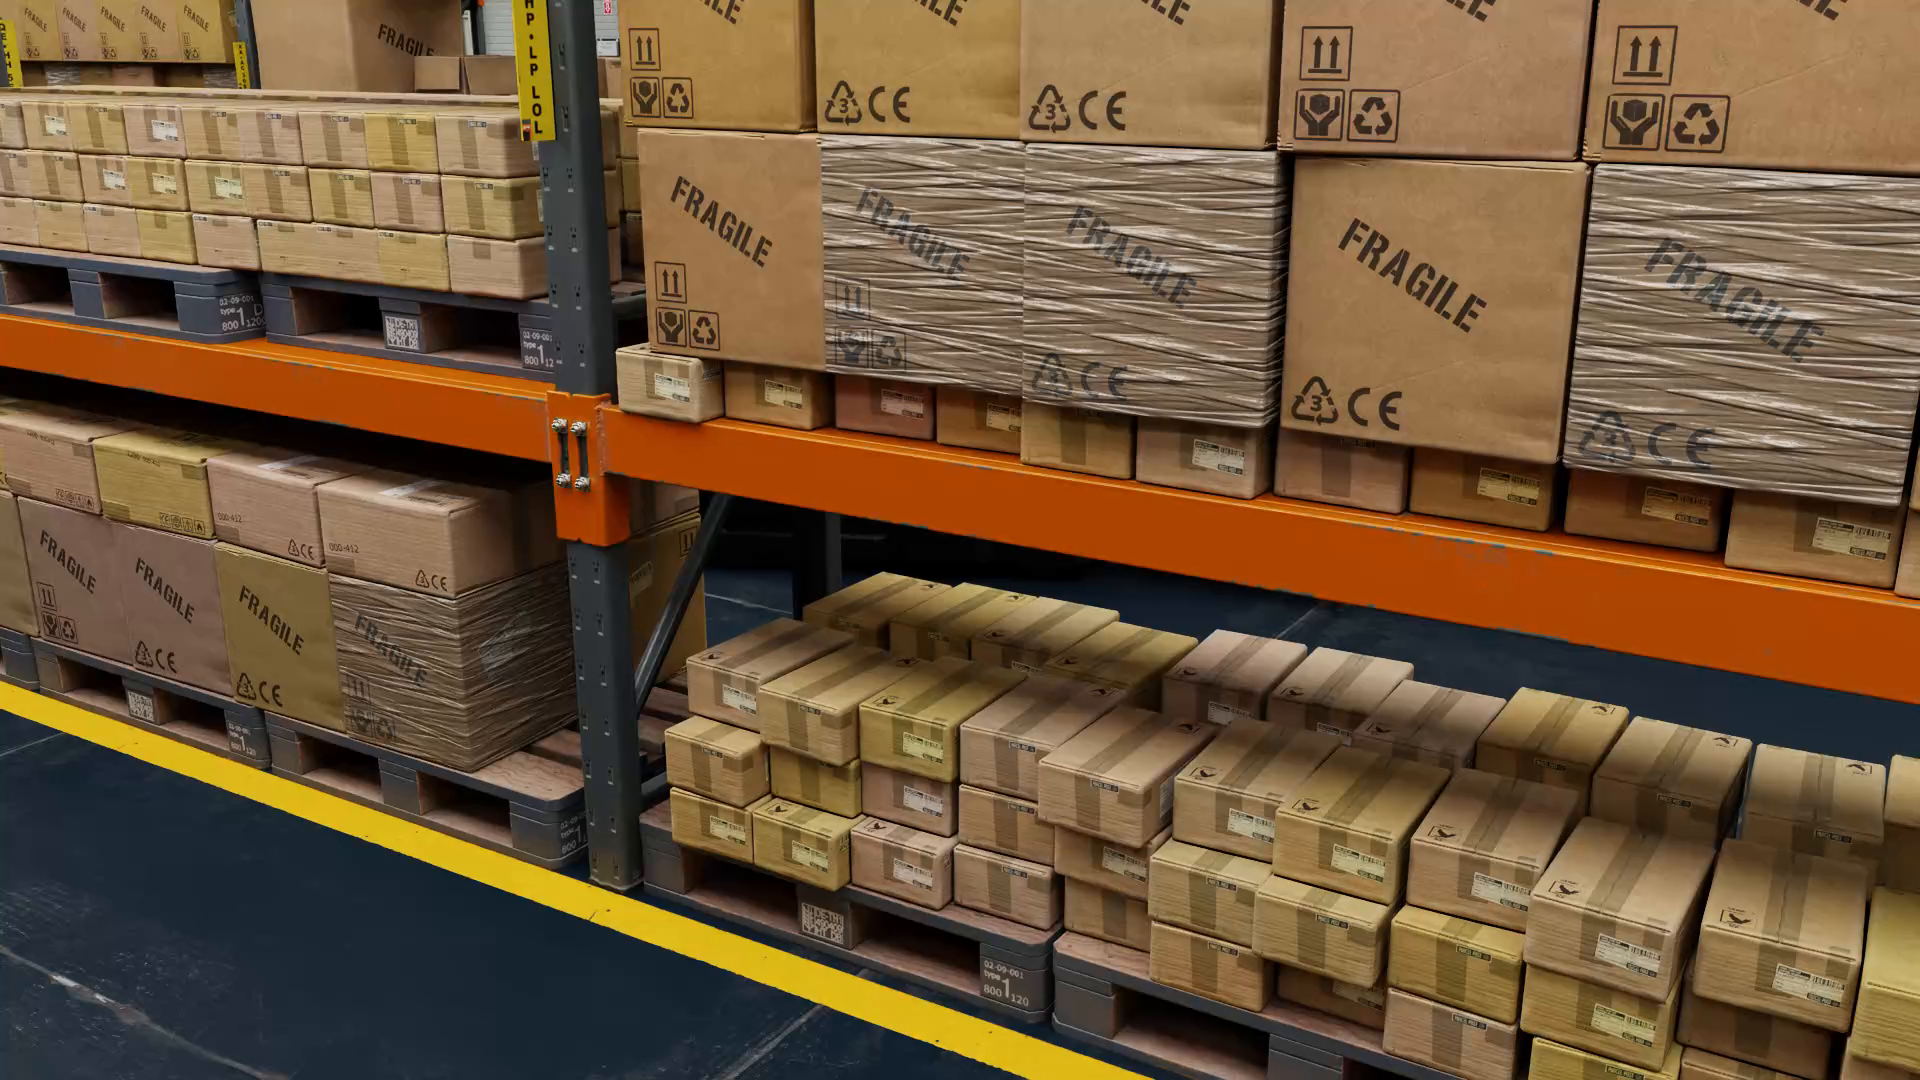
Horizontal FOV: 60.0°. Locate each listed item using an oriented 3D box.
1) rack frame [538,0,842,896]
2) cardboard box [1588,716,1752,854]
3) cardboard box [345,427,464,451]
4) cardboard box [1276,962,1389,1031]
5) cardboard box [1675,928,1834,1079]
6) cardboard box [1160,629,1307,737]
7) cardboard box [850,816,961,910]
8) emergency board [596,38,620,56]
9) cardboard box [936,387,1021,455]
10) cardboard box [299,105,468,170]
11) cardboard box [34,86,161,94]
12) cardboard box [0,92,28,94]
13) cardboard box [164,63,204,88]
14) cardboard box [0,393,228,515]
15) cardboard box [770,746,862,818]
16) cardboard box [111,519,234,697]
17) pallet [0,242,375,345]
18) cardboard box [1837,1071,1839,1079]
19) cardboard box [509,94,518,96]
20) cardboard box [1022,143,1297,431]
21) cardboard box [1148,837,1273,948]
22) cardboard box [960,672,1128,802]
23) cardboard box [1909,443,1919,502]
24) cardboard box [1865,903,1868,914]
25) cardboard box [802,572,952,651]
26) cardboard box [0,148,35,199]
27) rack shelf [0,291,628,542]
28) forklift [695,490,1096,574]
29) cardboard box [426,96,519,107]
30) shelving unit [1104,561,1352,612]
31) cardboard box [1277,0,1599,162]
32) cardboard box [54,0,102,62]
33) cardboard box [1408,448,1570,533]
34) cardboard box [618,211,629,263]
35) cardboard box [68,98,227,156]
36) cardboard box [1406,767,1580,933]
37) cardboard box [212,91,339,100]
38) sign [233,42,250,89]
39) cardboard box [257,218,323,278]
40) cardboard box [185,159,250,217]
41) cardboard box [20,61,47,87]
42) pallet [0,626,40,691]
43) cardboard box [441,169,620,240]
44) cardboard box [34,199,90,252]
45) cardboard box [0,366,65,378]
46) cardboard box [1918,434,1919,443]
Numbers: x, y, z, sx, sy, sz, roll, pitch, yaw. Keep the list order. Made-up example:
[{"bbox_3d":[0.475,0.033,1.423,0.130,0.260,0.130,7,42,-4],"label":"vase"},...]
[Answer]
[{"bbox_3d":[-0.664,-0.642,4.335,0.127,3.000,1.000,10,20,30],"label":"rack frame"},{"bbox_3d":[1.544,0.537,3.612,0.250,0.149,0.380,11,20,32],"label":"cardboard box"},{"bbox_3d":[-1.611,-0.264,5.378,0.500,0.250,0.500,11,20,32],"label":"cardboard box"},{"bbox_3d":[0.868,0.864,3.558,0.250,0.149,0.380,11,20,32],"label":"cardboard box"},{"bbox_3d":[1.526,0.832,3.151,0.250,0.149,0.380,10,19,29],"label":"cardboard box"},{"bbox_3d":[0.689,0.368,4.167,0.250,0.149,0.380,9,19,27],"label":"cardboard box"},{"bbox_3d":[-0.056,0.721,4.028,0.250,0.149,0.380,10,20,30],"label":"cardboard box"},{"bbox_3d":[-6.581,-8.767,31.081,0.643,1.169,0.194,10,20,30],"label":"emergency board"},{"bbox_3d":[0.148,-0.307,3.662,0.250,0.149,0.380,9,19,28],"label":"cardboard box"},{"bbox_3d":[-1.557,-1.101,4.530,0.250,0.149,0.380,9,19,28],"label":"cardboard box"},{"bbox_3d":[-3.203,-1.616,6.227,0.250,0.149,0.380,10,19,29],"label":"cardboard box"},{"bbox_3d":[-3.343,-1.419,5.578,0.250,0.149,0.380,10,20,30],"label":"cardboard box"},{"bbox_3d":[-5.558,-3.431,12.831,0.500,0.500,0.875,10,20,30],"label":"cardboard box"},{"bbox_3d":[-2.765,-0.294,5.476,0.500,0.250,0.500,10,20,30],"label":"cardboard box"},{"bbox_3d":[-0.260,0.529,4.149,0.250,0.149,0.380,10,20,30],"label":"cardboard box"},{"bbox_3d":[-2.299,0.145,5.320,0.500,0.500,0.500,10,19,29],"label":"cardboard box"},{"bbox_3d":[-2.365,-0.868,5.408,1.213,0.211,1.003,10,20,30],"label":"pallet"},{"bbox_3d":[1.734,1.025,3.027,0.250,0.149,0.380,10,20,30],"label":"cardboard box"},{"bbox_3d":[-2.699,-2.905,11.319,0.500,0.250,0.500,9,19,29],"label":"cardboard box"},{"bbox_3d":[0.461,-0.536,3.300,0.500,0.500,0.500,10,19,29],"label":"cardboard box"},{"bbox_3d":[0.599,0.701,3.584,0.250,0.149,0.380,10,20,30],"label":"cardboard box"},{"bbox_3d":[0.200,0.457,3.875,0.250,0.149,0.380,10,19,29],"label":"cardboard box"},{"bbox_3d":[1.907,-0.132,3.088,0.250,0.149,0.380,11,20,33],"label":"cardboard box"},{"bbox_3d":[1.811,0.707,3.564,0.250,0.149,0.380,11,20,32],"label":"cardboard box"},{"bbox_3d":[-0.225,0.226,4.636,0.250,0.149,0.380,11,20,32],"label":"cardboard box"},{"bbox_3d":[-2.878,-1.194,5.347,0.250,0.149,0.380,10,20,30],"label":"cardboard box"},{"bbox_3d":[-2.369,-0.602,5.441,4.000,0.370,1.077,10,20,30],"label":"rack shelf"},{"bbox_3d":[-0.874,-1.437,7.070,3.031,2.935,1.130,2,17,7],"label":"forklift"},{"bbox_3d":[-1.429,-1.301,5.188,0.250,0.149,0.380,10,19,29],"label":"cardboard box"},{"bbox_3d":[1.184,-0.402,6.768,1.048,1.125,0.538,11,20,31],"label":"shelving unit"},{"bbox_3d":[0.892,-0.944,2.924,0.500,0.500,0.500,9,19,28],"label":"cardboard box"},{"bbox_3d":[-6.604,-3.970,12.886,0.500,0.500,0.500,10,20,30],"label":"cardboard box"},{"bbox_3d":[1.032,-0.147,3.137,0.250,0.149,0.380,11,20,31],"label":"cardboard box"},{"bbox_3d":[-0.999,-0.938,5.016,0.250,0.149,0.380,10,20,31],"label":"cardboard box"},{"bbox_3d":[-2.449,-1.259,5.052,0.250,0.149,0.380,10,19,29],"label":"cardboard box"},{"bbox_3d":[1.077,0.617,3.349,0.250,0.149,0.380,9,19,28],"label":"cardboard box"},{"bbox_3d":[-2.315,-1.458,5.706,0.250,0.149,0.380,11,20,33],"label":"cardboard box"},{"bbox_3d":[-5.077,-3.351,11.762,0.005,0.325,0.100,10,20,30],"label":"sign"},{"bbox_3d":[-1.753,-0.850,4.729,0.250,0.149,0.380,9,19,27],"label":"cardboard box"},{"bbox_3d":[-1.998,-1.036,4.827,0.250,0.149,0.380,9,19,27],"label":"cardboard box"},{"bbox_3d":[-7.265,-3.734,13.829,0.500,0.500,0.875,10,20,30],"label":"cardboard box"},{"bbox_3d":[-3.408,0.203,6.350,1.213,0.211,1.003,10,20,30],"label":"pallet"},{"bbox_3d":[-1.107,-0.877,4.305,0.250,0.149,0.380,11,20,32],"label":"cardboard box"},{"bbox_3d":[-2.666,-1.012,5.262,0.250,0.149,0.380,10,20,31],"label":"cardboard box"},{"bbox_3d":[-3.353,-0.575,6.402,0.500,0.250,0.500,10,19,29],"label":"cardboard box"},{"bbox_3d":[2.037,-0.436,2.971,0.500,0.500,0.500,10,20,30],"label":"cardboard box"}]
